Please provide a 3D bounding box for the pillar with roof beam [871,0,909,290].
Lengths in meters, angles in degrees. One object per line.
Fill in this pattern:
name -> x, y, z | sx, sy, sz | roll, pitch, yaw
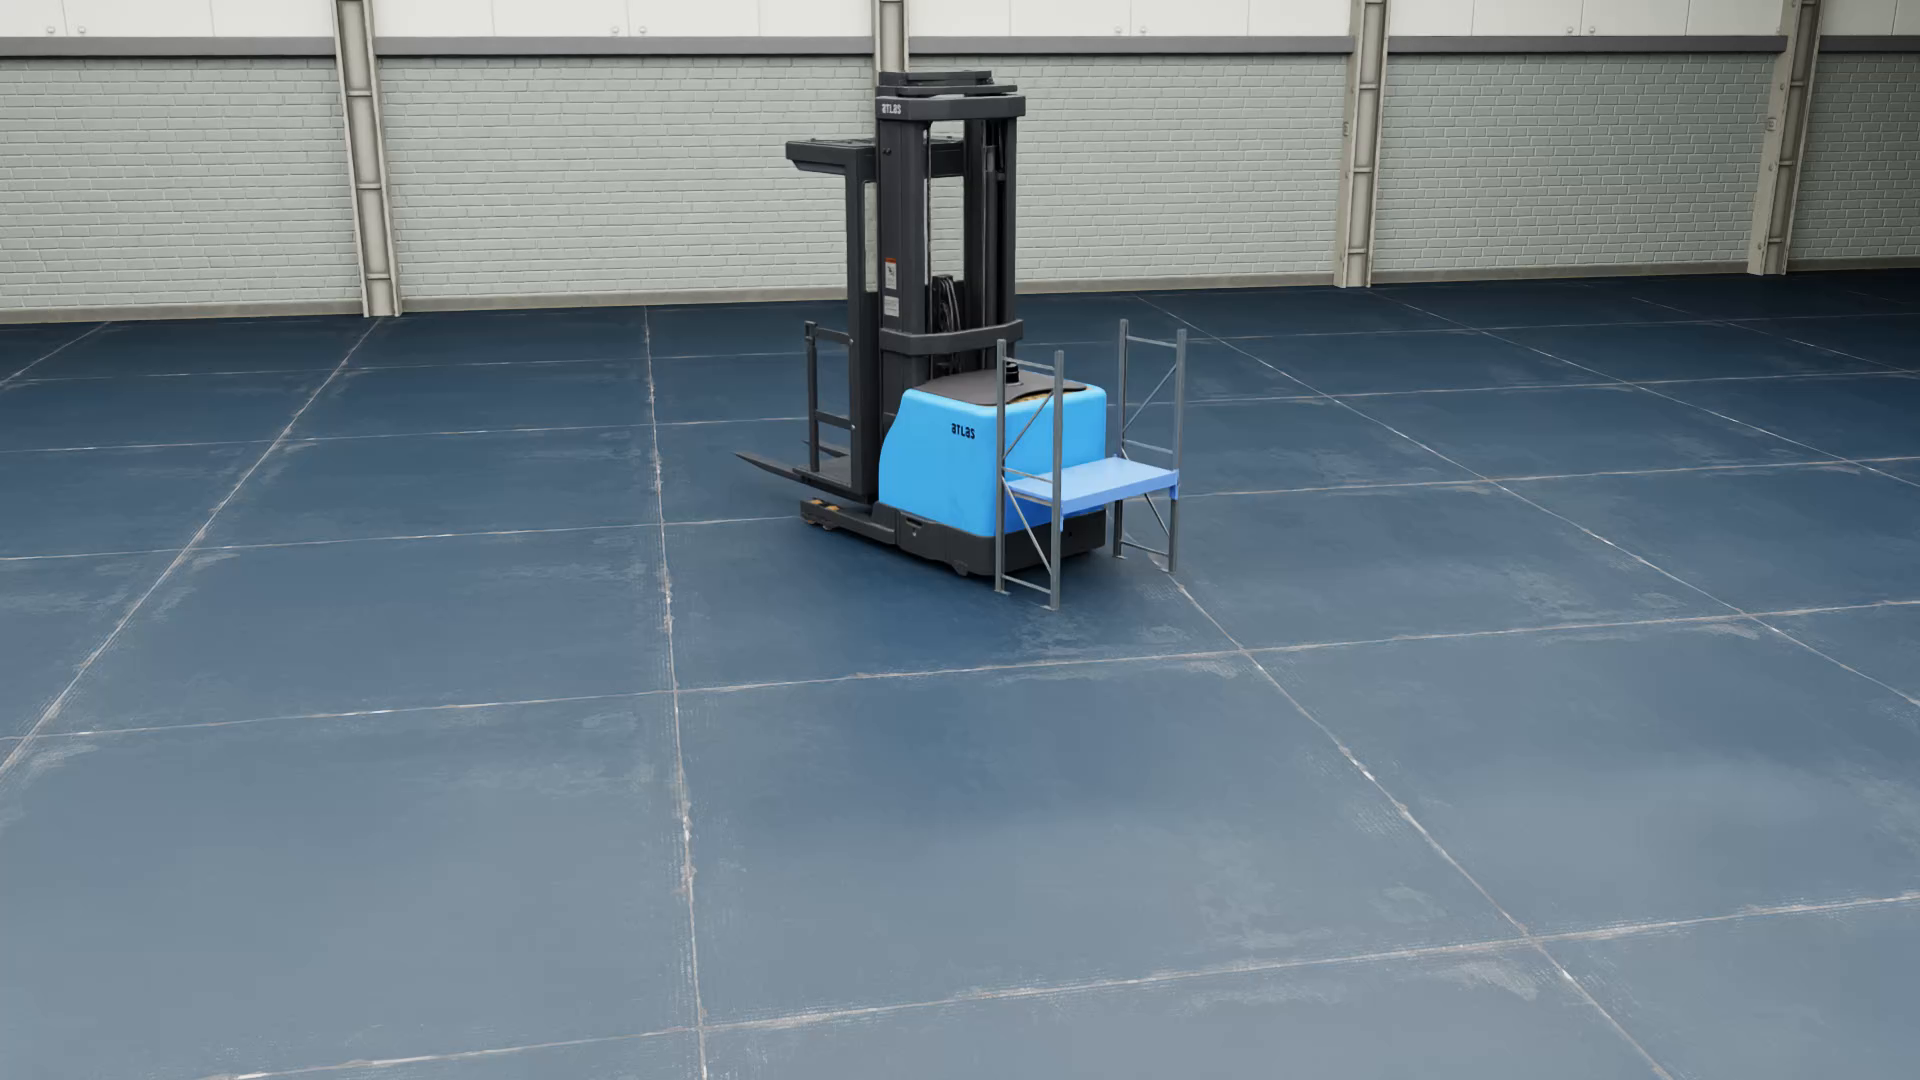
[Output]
pillar with roof beam -> -0.005, -6.020, 15.085 | 0.400, 9.000, 9.100 | -3, 17, -10

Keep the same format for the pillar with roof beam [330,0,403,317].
pillar with roof beam -> -5.896, -5.686, 13.997 | 0.400, 9.000, 9.100 | -3, 17, -10

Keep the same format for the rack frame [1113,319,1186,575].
rack frame -> 1.142, -0.561, 10.085 | 0.032, 1.500, 0.500 | -15, 22, -40

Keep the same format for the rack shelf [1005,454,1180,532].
rack shelf -> 0.765, -0.289, 9.812 | 1.000, 0.185, 0.538 | -15, 22, -40

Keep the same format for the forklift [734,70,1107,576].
forklift -> -0.417, -1.546, 10.855 | 1.130, 2.935, 3.031 | -14, 22, -38

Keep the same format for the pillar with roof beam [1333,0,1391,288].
pillar with roof beam -> 5.886, -6.354, 16.174 | 0.400, 9.000, 9.100 | -3, 17, -10

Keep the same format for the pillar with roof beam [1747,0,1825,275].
pillar with roof beam -> 11.777, -6.689, 17.262 | 0.400, 9.000, 9.100 | -3, 17, -10

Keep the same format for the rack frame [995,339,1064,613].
rack frame -> 0.388, -0.361, 9.434 | 0.032, 1.500, 0.500 | -15, 22, -40

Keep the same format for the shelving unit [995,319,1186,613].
shelving unit -> 0.765, -0.461, 9.759 | 1.048, 1.500, 0.538 | -15, 22, -40
